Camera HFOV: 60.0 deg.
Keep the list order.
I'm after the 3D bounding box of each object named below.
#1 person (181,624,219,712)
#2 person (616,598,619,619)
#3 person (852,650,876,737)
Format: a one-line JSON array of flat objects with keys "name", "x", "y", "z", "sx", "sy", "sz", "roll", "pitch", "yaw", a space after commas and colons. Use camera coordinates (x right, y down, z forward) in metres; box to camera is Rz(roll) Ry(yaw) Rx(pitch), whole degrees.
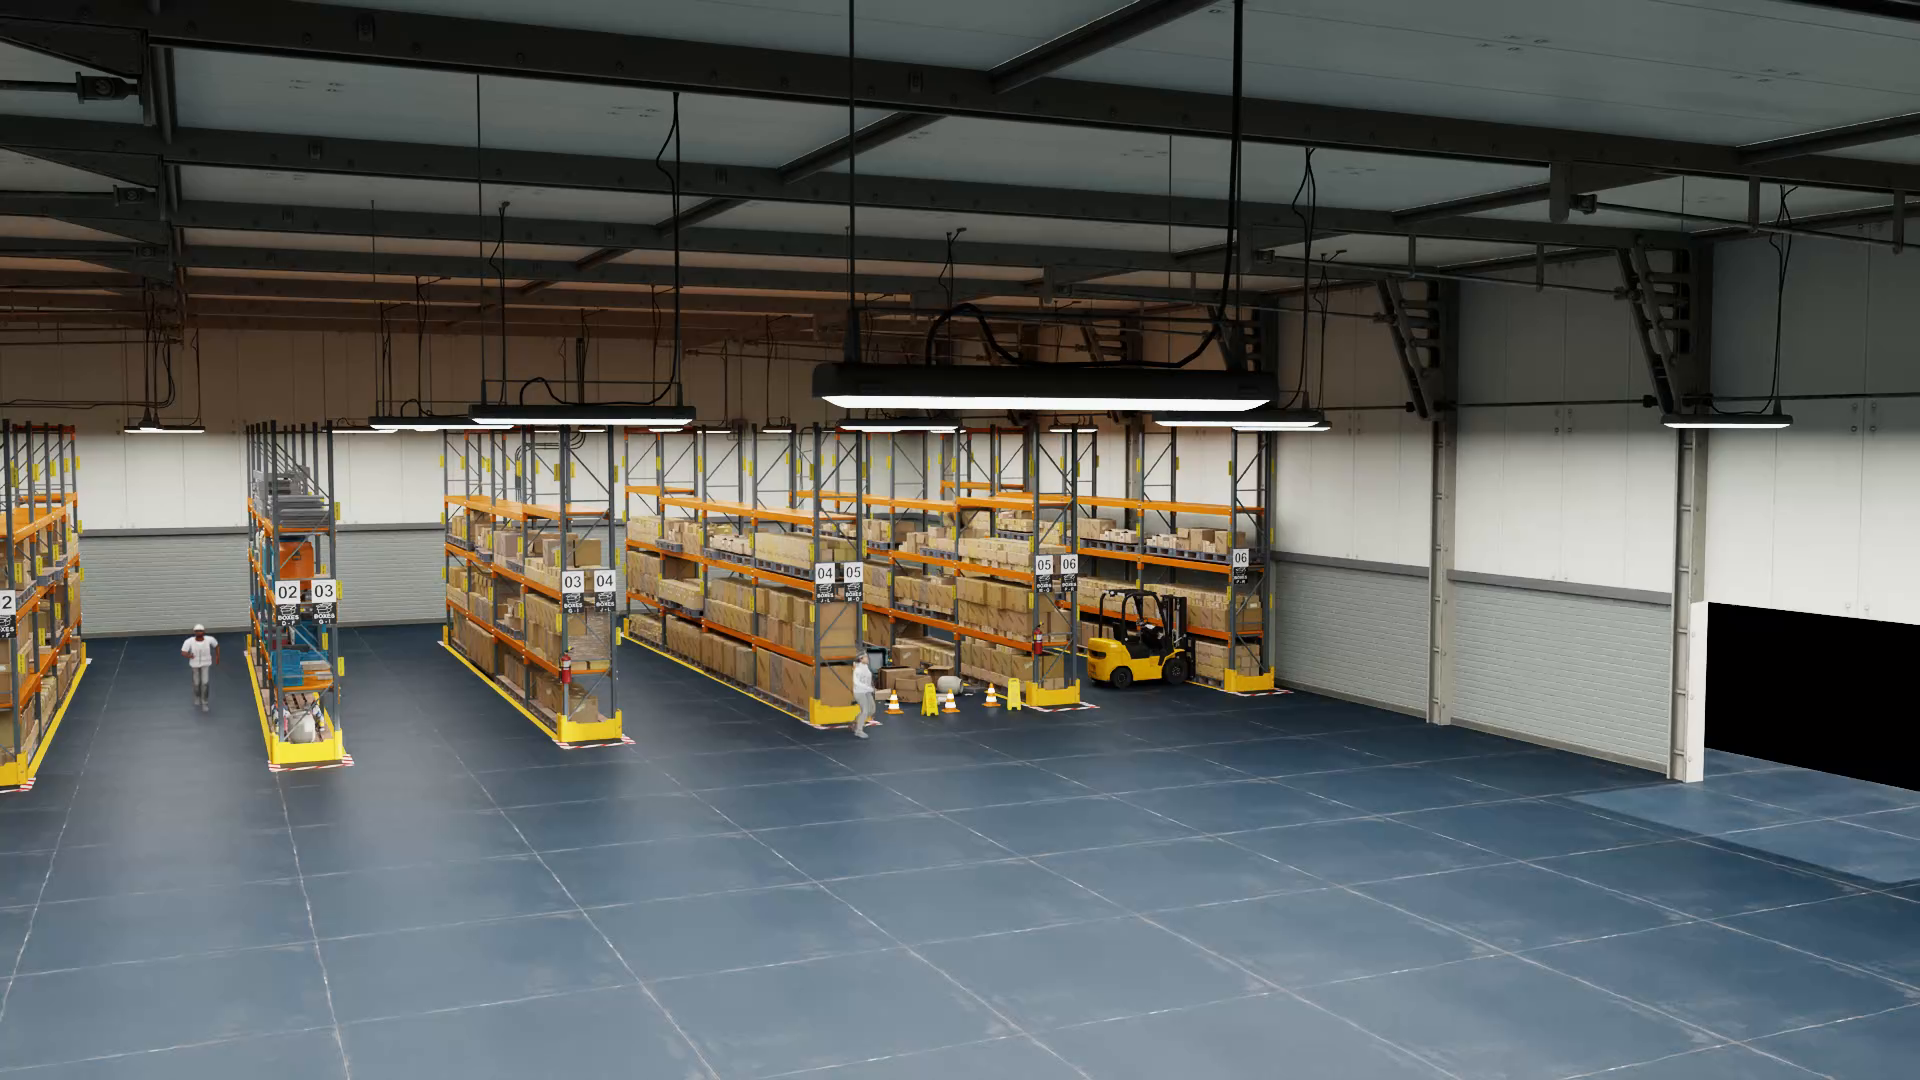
[{"name": "person", "x": -15.913, "y": 2.661, "z": 34.847, "sx": 0.722, "sy": 1.819, "sz": 0.825, "roll": -2, "pitch": 4, "yaw": -23}, {"name": "person", "x": -9.441, "y": 2.071, "z": 44.503, "sx": 0.695, "sy": 1.739, "sz": 0.615, "roll": -1, "pitch": 4, "yaw": -22}, {"name": "person", "x": -1.824, "y": 2.921, "z": 31.652, "sx": 0.521, "sy": 1.674, "sz": 0.643, "roll": 1, "pitch": 4, "yaw": 18}]
